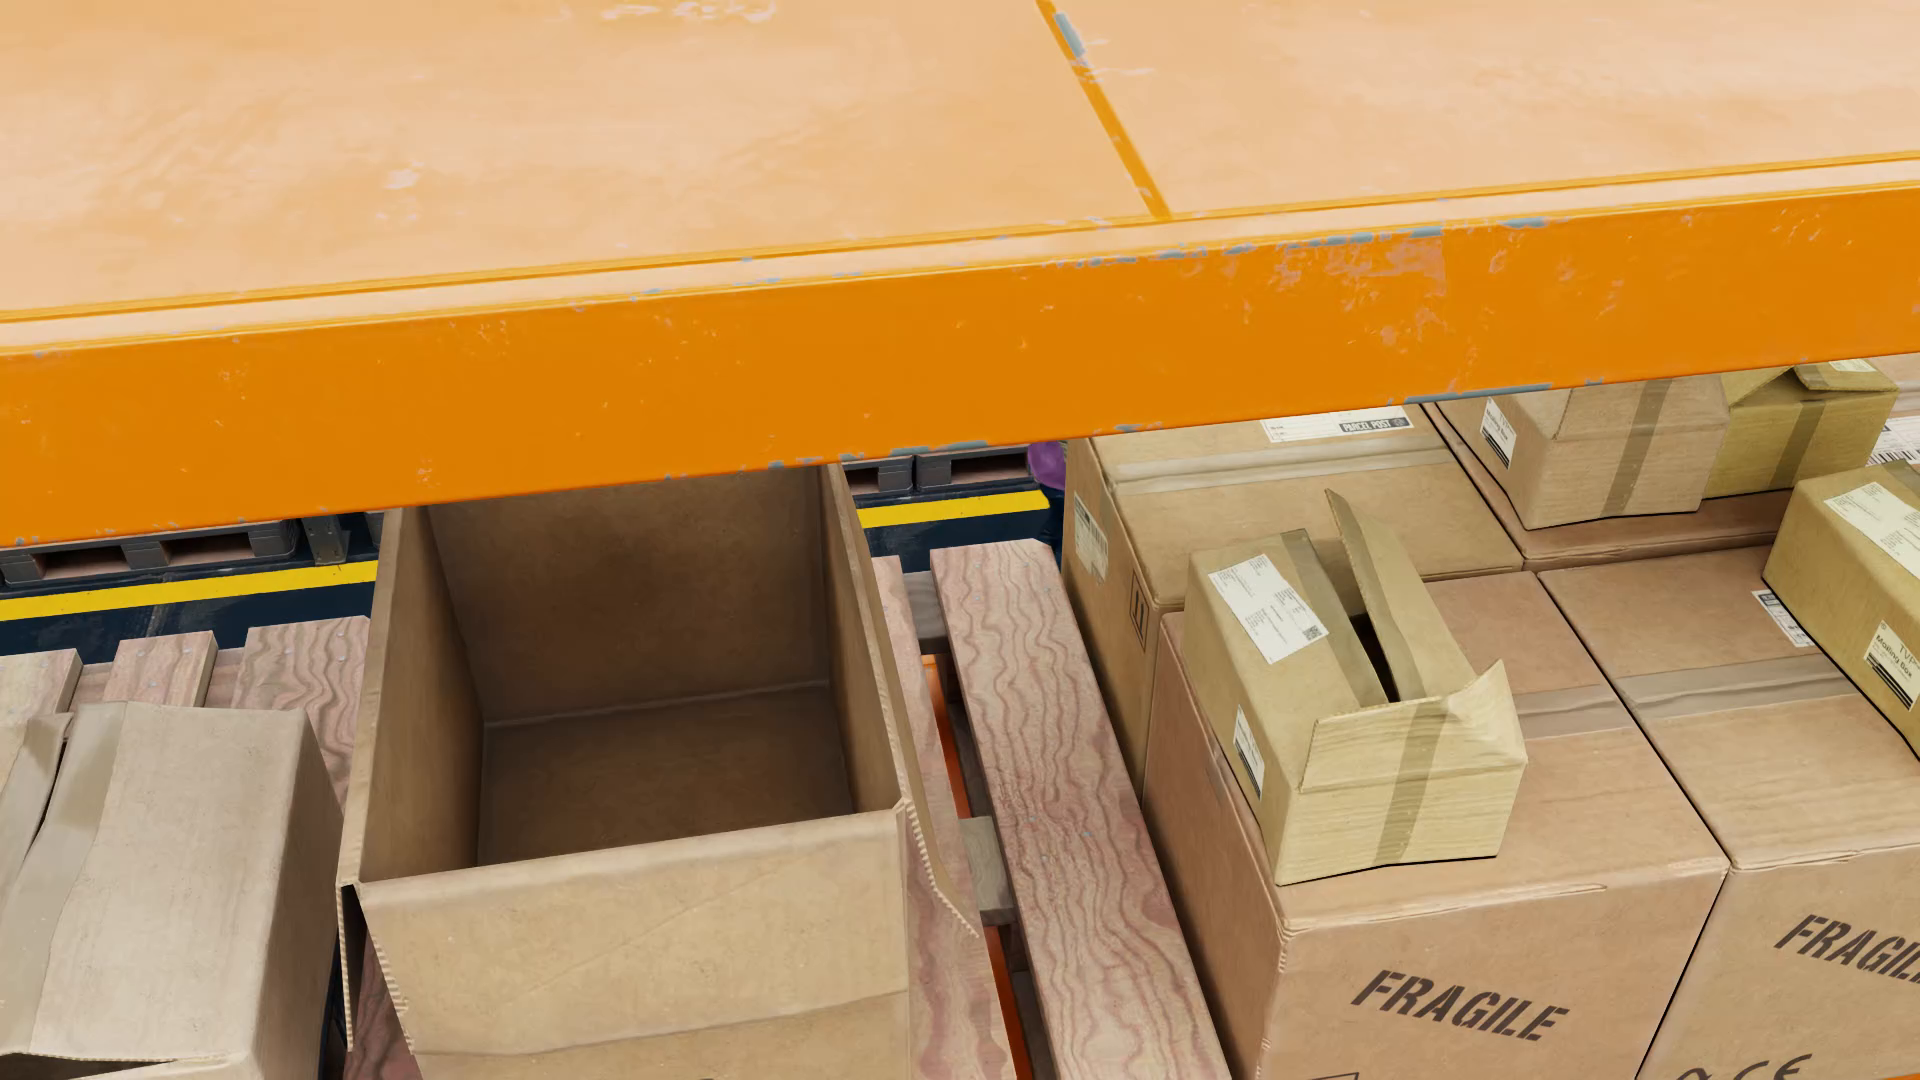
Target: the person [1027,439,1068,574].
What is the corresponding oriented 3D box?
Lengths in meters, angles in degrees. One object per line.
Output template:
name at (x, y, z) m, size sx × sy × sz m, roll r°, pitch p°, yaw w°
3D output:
person at (0.411, -0.288, 6.528) m, size 0.301 × 1.596 × 0.409 m, roll -6°, pitch 40°, yaw -7°
